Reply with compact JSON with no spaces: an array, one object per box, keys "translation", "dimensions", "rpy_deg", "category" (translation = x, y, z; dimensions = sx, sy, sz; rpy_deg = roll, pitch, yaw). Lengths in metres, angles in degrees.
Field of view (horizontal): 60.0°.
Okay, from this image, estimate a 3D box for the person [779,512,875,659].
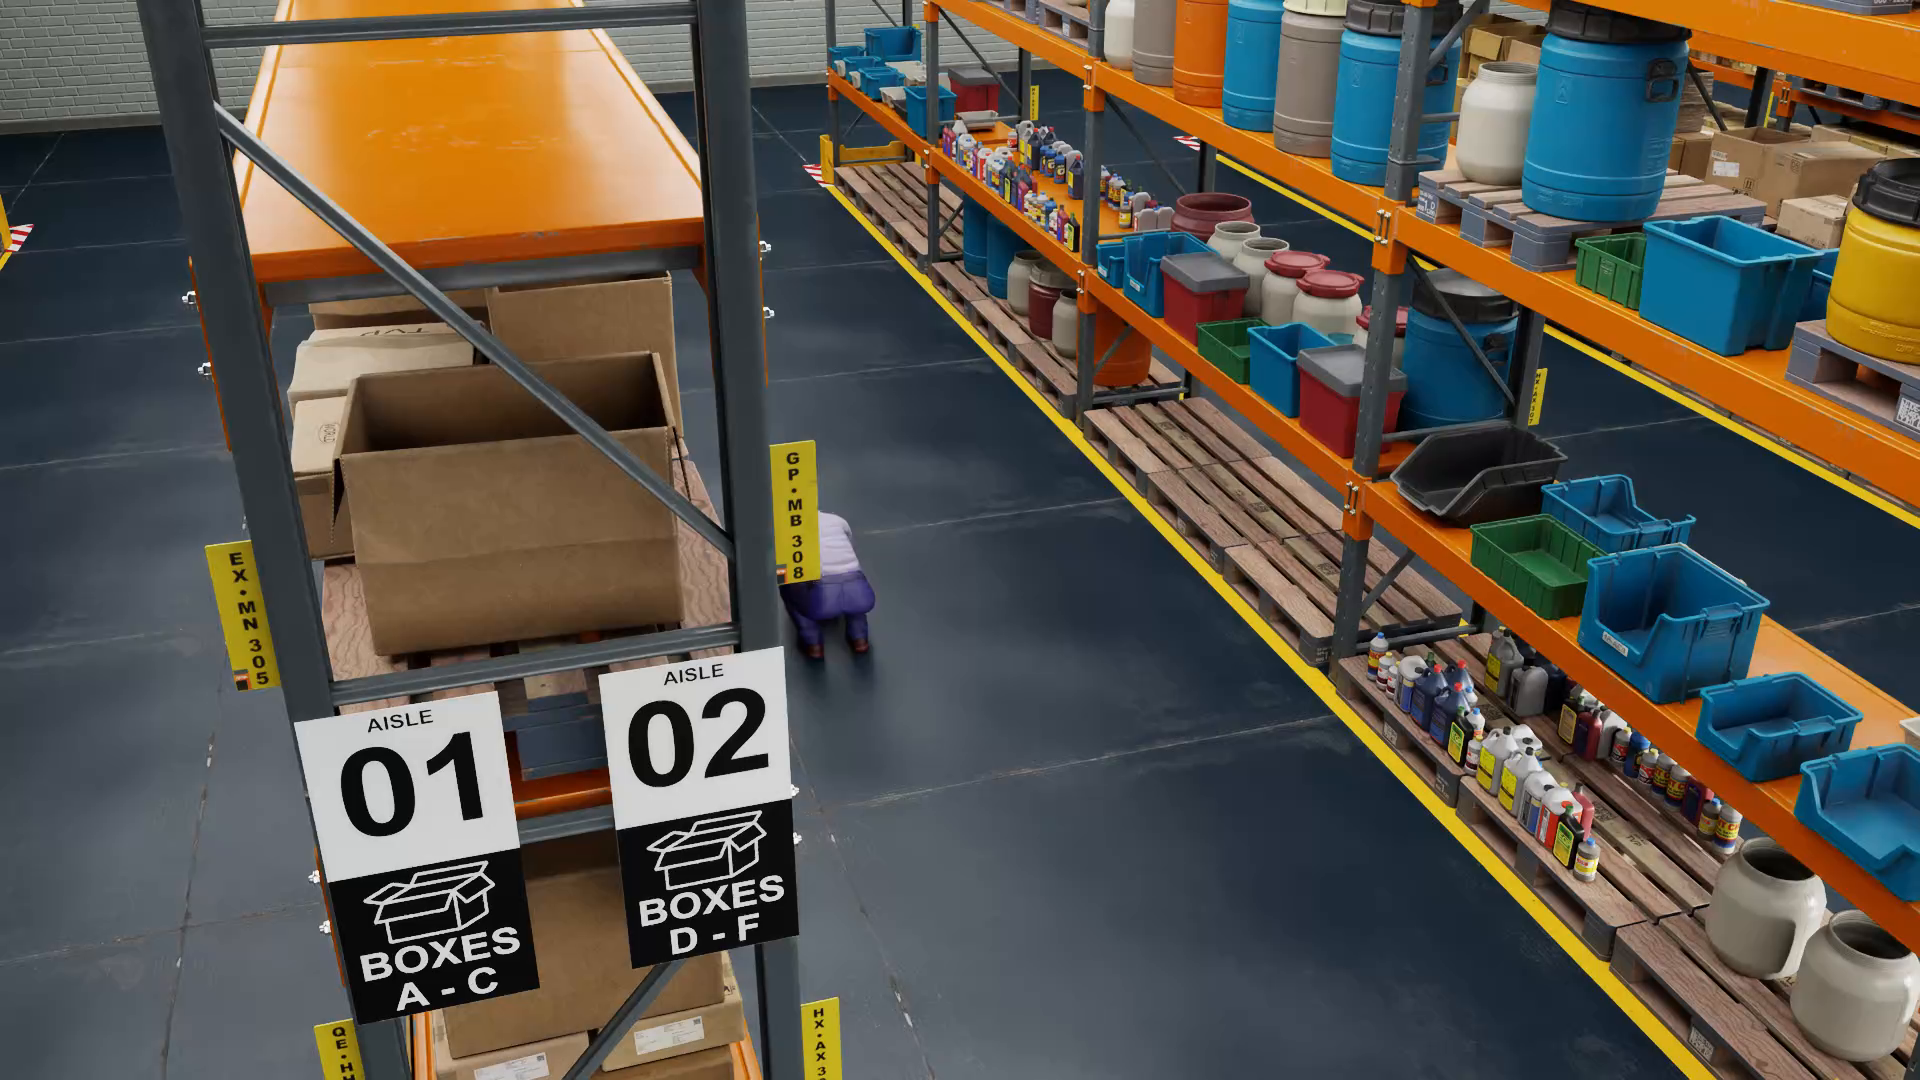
[{"translation":[-0.803,0.210,9.872],"dimensions":[0.527,0.831,0.831],"rpy_deg":[-8,28,-16],"category":"person"}]
